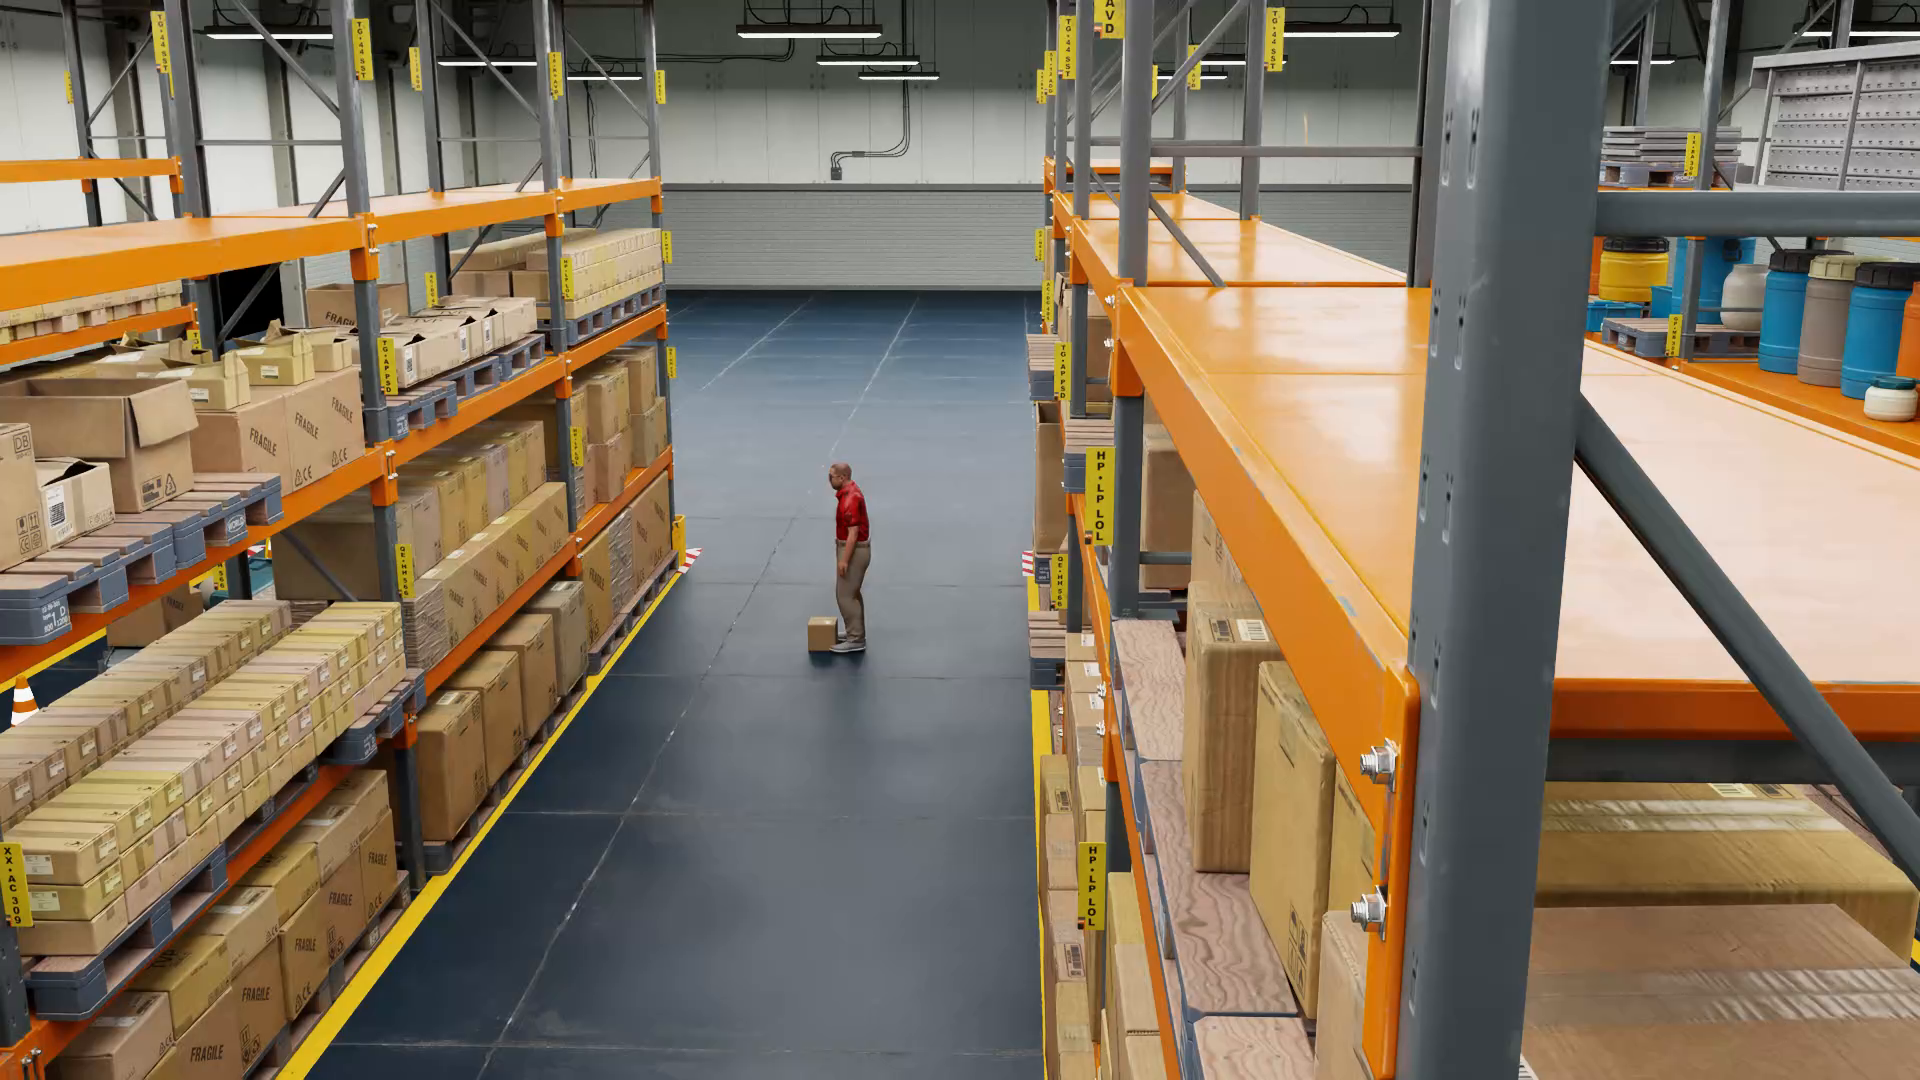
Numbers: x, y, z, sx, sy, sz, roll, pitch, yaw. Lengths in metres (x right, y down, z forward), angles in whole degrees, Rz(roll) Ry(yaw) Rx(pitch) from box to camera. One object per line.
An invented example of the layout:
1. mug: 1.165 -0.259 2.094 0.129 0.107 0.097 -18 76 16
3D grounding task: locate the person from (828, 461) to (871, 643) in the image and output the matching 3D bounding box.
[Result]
1. person: -0.988 0.104 14.955 0.373 1.657 0.596 0 14 0
